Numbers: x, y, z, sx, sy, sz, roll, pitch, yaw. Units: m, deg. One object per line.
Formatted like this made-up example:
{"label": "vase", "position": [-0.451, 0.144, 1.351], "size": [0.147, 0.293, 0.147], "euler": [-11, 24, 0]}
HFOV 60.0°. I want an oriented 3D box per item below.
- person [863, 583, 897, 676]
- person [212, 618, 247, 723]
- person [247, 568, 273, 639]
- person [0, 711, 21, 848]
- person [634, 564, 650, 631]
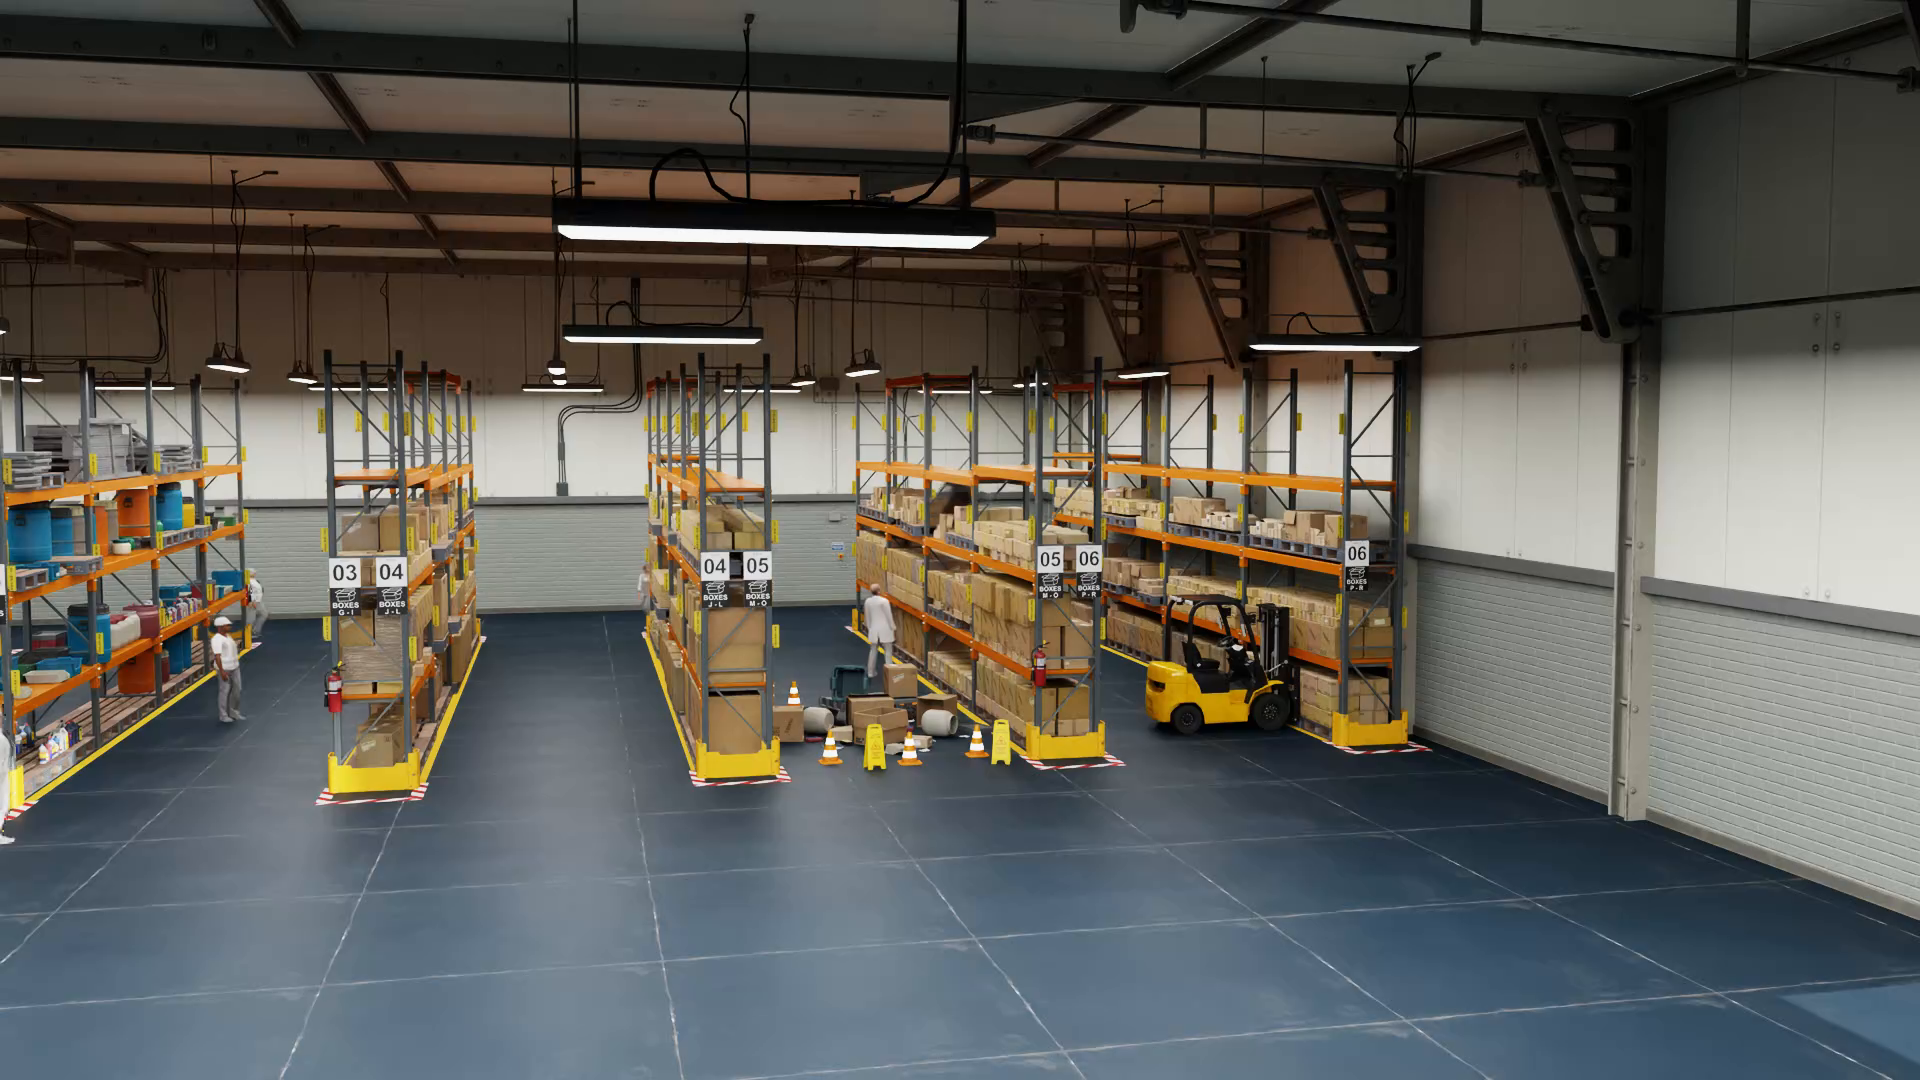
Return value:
{"label": "person", "position": [-1.485, 1.677, 31.046], "size": [0.660, 1.760, 0.499], "euler": [1, 4, 16]}
{"label": "person", "position": [-12.294, 2.200, 27.985], "size": [0.418, 1.800, 0.709], "euler": [1, 4, 19]}
{"label": "person", "position": [-16.367, 1.484, 38.655], "size": [0.612, 1.683, 0.565], "euler": [0, 4, 2]}
{"label": "person", "position": [-11.341, 2.834, 19.640], "size": [0.499, 1.623, 0.618], "euler": [1, 4, 9]}
{"label": "person", "position": [-7.680, 1.389, 40.427], "size": [0.405, 1.644, 0.524], "euler": [3, 5, 39]}
